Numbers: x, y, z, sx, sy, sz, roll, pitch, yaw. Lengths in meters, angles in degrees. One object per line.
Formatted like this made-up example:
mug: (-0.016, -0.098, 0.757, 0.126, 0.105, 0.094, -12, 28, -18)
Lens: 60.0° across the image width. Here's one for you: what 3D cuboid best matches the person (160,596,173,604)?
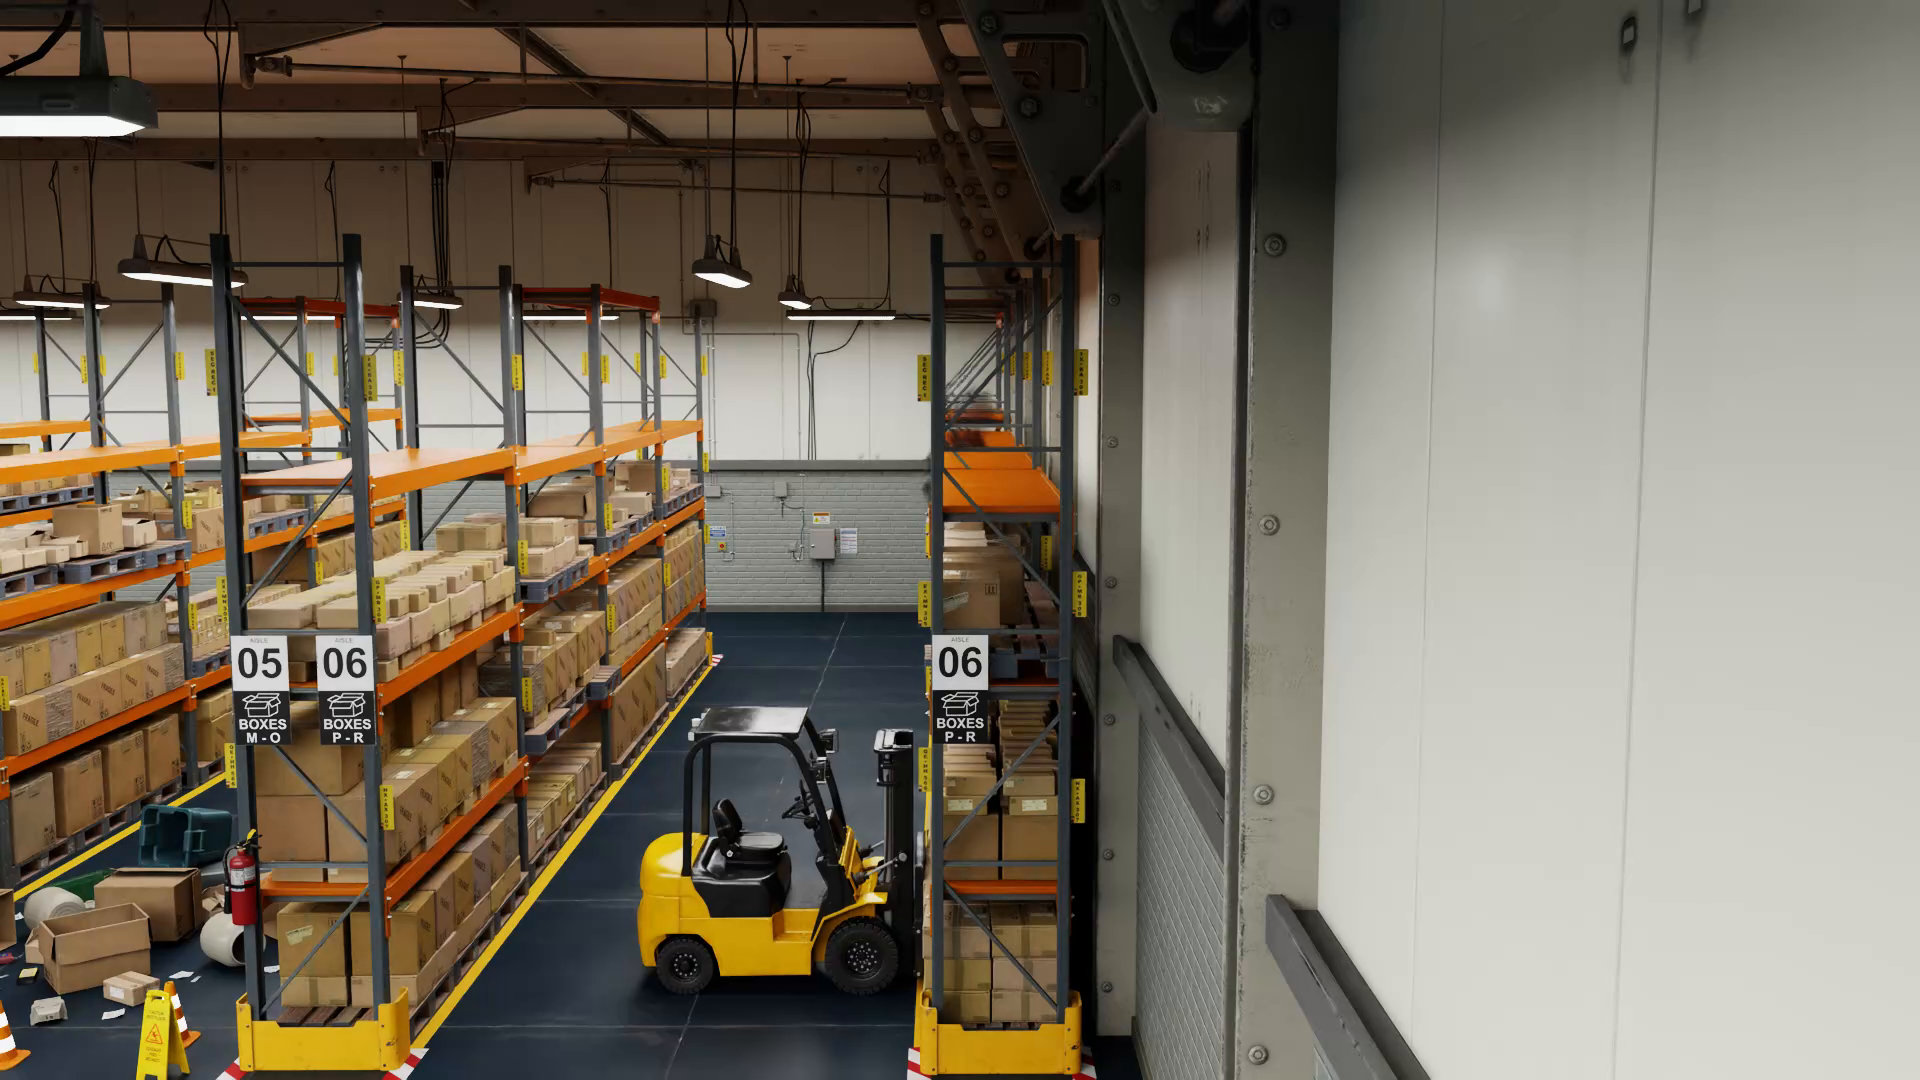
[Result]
person: (-11.545, 1.655, 24.254, 0.587, 1.684, 0.954, 0, 6, 4)
